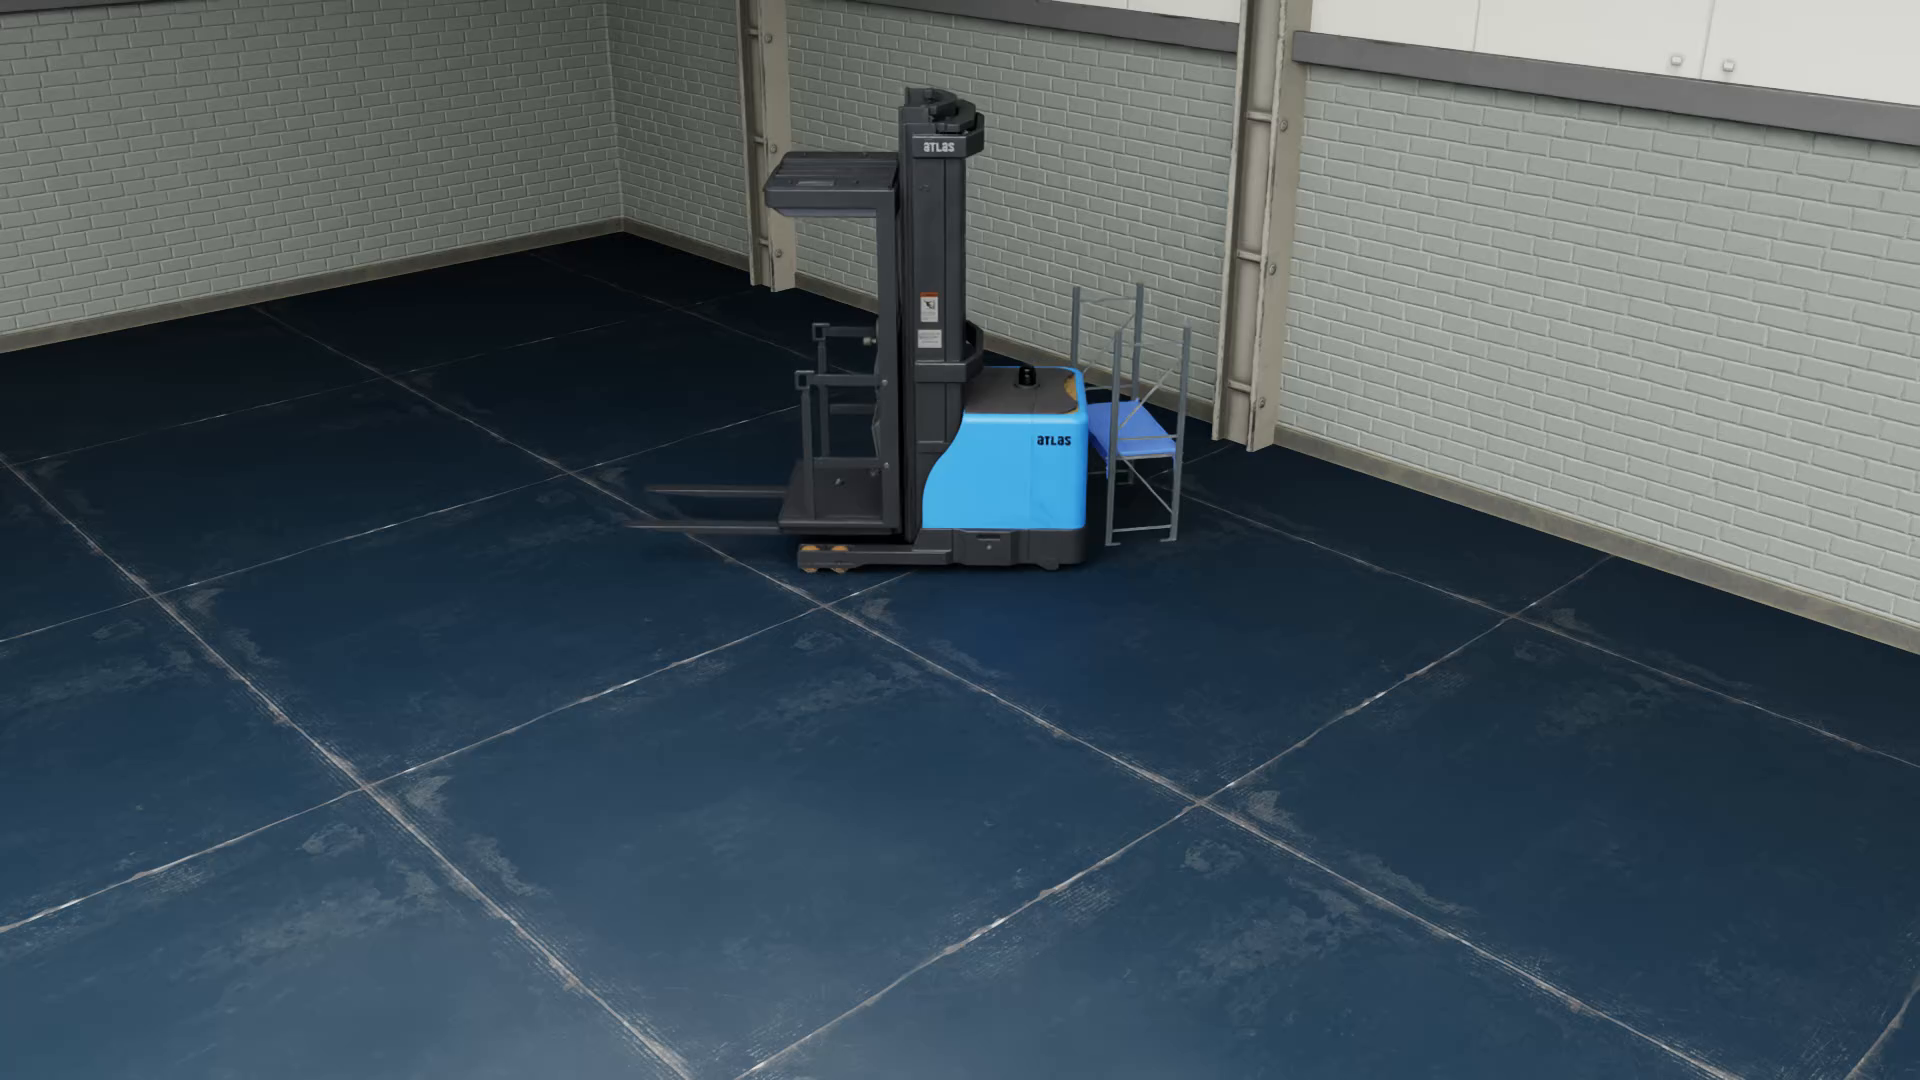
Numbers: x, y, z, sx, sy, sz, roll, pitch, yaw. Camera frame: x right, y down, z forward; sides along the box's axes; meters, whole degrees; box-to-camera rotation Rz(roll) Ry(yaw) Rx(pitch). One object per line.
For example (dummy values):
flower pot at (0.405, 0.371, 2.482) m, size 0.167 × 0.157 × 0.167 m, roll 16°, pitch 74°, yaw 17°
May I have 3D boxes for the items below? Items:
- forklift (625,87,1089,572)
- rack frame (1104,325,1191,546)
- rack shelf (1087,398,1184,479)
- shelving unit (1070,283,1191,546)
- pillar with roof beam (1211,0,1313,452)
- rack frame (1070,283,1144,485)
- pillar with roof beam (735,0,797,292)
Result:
forklift at (-0.680, -1.345, 10.666) m, size 3.031 × 2.935 × 1.130 m, roll 1°, pitch 25°, yaw 1°
rack frame at (1.224, -0.666, 10.898) m, size 0.500 × 1.500 × 0.032 m, roll -4°, pitch 25°, yaw -11°
rack shelf at (1.121, -0.709, 11.425) m, size 0.538 × 0.185 × 1.000 m, roll -4°, pitch 25°, yaw -11°
shelving unit at (1.123, -0.873, 11.351) m, size 0.538 × 1.500 × 1.048 m, roll -4°, pitch 25°, yaw -11°
pillar with roof beam at (-0.936, -3.647, 8.402) m, size 9.100 × 9.000 × 0.400 m, roll -21°, pitch 32°, yaw -38°
rack frame at (1.022, -1.080, 11.804) m, size 0.500 × 1.500 × 0.032 m, roll -4°, pitch 25°, yaw -11°
pillar with roof beam at (-5.037, -5.465, 12.387) m, size 9.100 × 9.000 × 0.400 m, roll -21°, pitch 32°, yaw -38°
